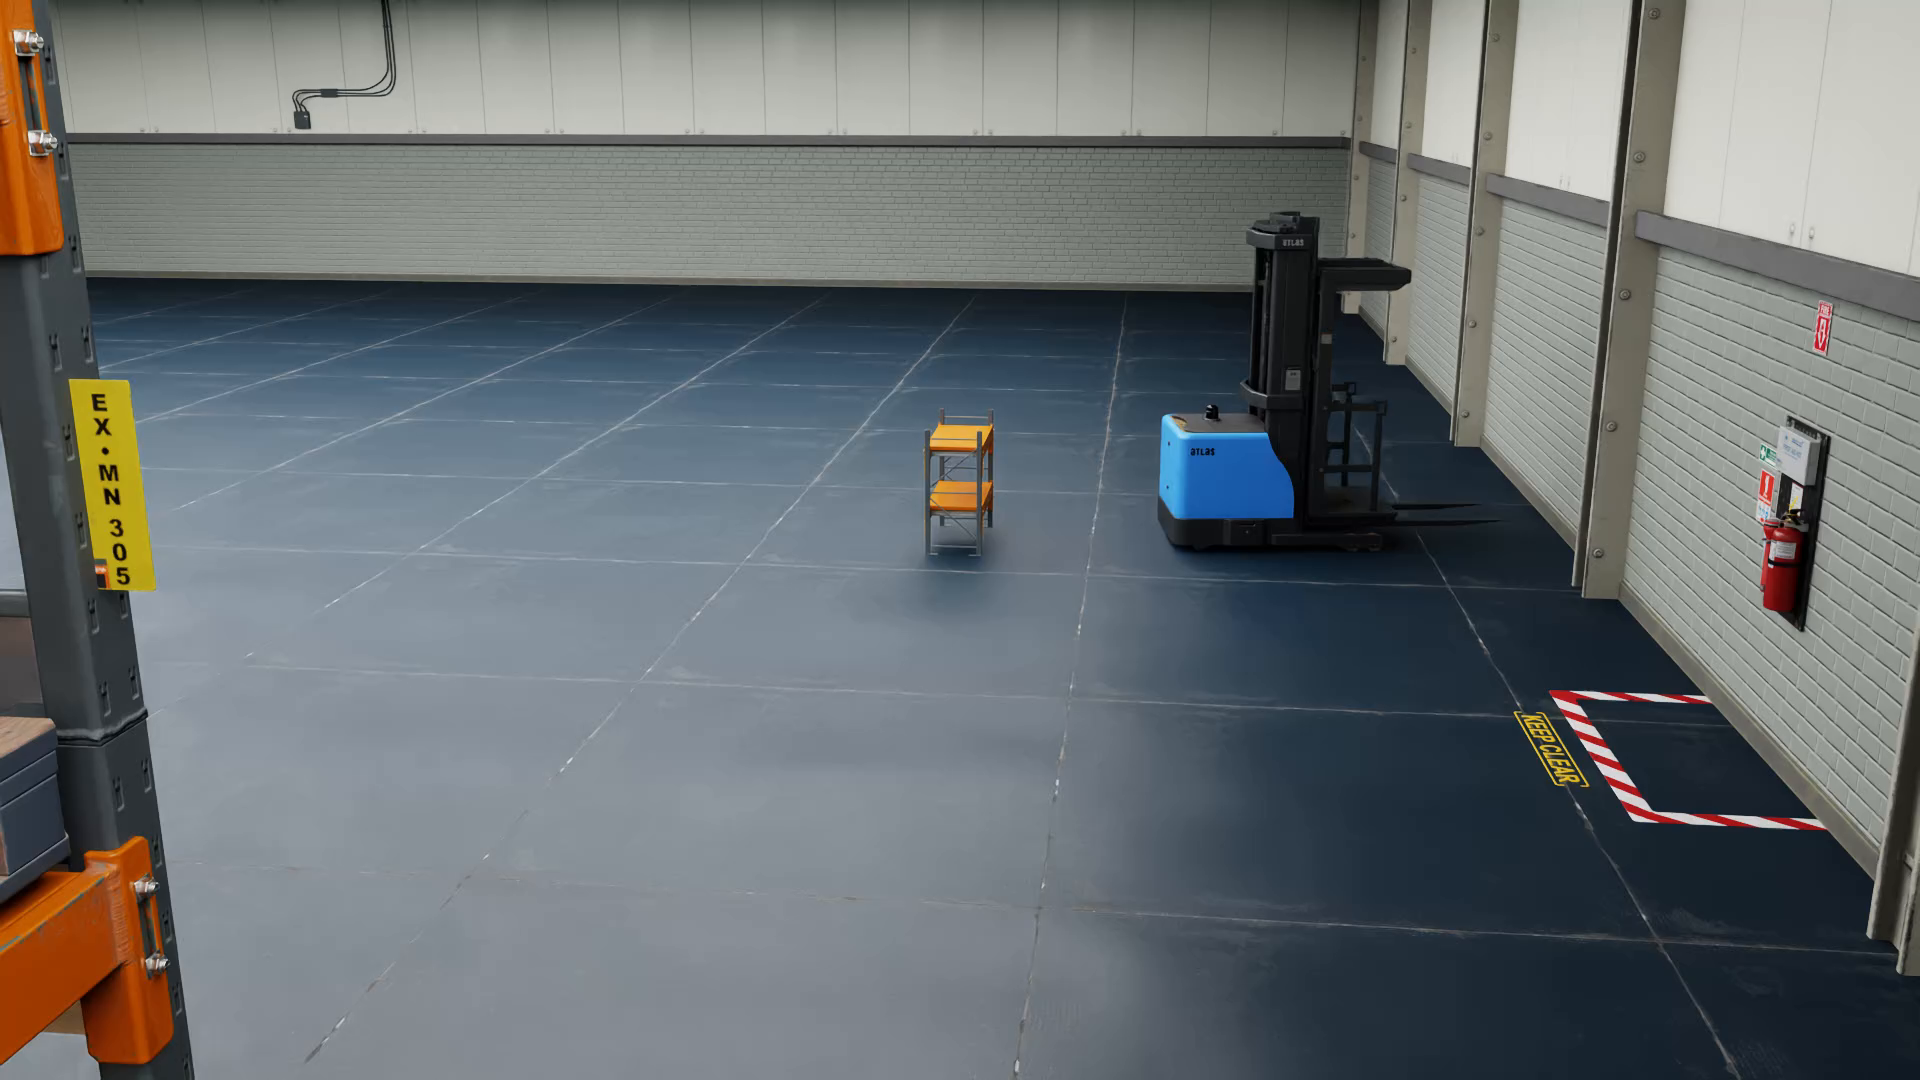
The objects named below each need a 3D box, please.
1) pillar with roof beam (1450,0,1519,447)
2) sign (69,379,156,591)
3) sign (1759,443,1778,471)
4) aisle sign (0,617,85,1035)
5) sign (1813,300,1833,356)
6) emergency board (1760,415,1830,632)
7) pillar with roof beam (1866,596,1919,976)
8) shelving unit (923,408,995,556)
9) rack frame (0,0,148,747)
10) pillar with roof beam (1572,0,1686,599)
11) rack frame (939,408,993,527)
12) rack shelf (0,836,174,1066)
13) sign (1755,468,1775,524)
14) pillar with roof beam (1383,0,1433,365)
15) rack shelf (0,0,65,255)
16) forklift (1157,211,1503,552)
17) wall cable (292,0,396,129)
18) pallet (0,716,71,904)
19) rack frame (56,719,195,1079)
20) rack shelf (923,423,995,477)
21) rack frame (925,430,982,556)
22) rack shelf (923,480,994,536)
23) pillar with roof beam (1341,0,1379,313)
[{"bbox_3d":[1.637,-5.602,18.729,9.100,9.000,0.400,2,15,6],"label":"pillar with roof beam"},{"bbox_3d":[-1.282,-0.081,2.511,0.100,0.325,0.005,2,15,6],"label":"sign"},{"bbox_3d":[5.033,-0.520,10.341,0.001,0.109,0.331,2,15,6],"label":"sign"},{"bbox_3d":[-1.520,0.474,2.772,0.394,0.787,0.004,2,15,6],"label":"aisle sign"},{"bbox_3d":[4.977,-1.225,9.594,0.001,0.298,0.199,2,15,6],"label":"sign"},{"bbox_3d":[4.877,-0.107,9.900,0.194,1.169,0.643,2,15,6],"label":"emergency board"},{"bbox_3d":[0.283,-2.490,7.219,9.100,9.000,0.400,2,15,6],"label":"pillar with roof beam"},{"bbox_3d":[-0.001,-0.541,15.097,0.538,1.125,1.048,2,15,6],"label":"shelving unit"},{"bbox_3d":[-1.819,-1.159,2.297,1.000,3.000,0.127,2,15,6],"label":"rack frame"},{"bbox_3d":[0.960,-4.046,12.974,9.100,9.000,0.400,2,15,6],"label":"pillar with roof beam"},{"bbox_3d":[0.057,-0.673,15.584,0.500,1.125,0.032,2,15,6],"label":"rack frame"},{"bbox_3d":[-2.045,1.155,0.864,1.077,0.370,4.000,2,15,6],"label":"rack shelf"},{"bbox_3d":[5.042,-0.265,10.414,0.001,0.329,0.234,2,15,6],"label":"sign"},{"bbox_3d":[2.314,-7.159,24.484,9.100,9.000,0.400,2,15,6],"label":"pillar with roof beam"},{"bbox_3d":[-2.045,-0.100,0.525,1.077,0.370,4.000,2,15,6],"label":"rack shelf"},{"bbox_3d":[3.395,-1.449,14.993,3.031,2.935,1.130,-1,15,-2],"label":"forklift"},{"bbox_3d":[-12.953,-11.599,34.390,2.305,6.003,0.169,2,15,6],"label":"wall cable"},{"bbox_3d":[-1.925,0.514,2.025,1.003,0.211,1.213,2,15,6],"label":"pallet"},{"bbox_3d":[-1.819,1.737,3.080,1.000,3.000,0.127,2,15,6],"label":"rack frame"},{"bbox_3d":[-0.001,-0.824,15.020,0.538,0.278,1.000,2,15,6],"label":"rack shelf"},{"bbox_3d":[-0.058,-0.409,14.609,0.500,1.125,0.032,2,15,6],"label":"rack frame"},{"bbox_3d":[-0.001,-0.305,15.161,0.538,0.278,1.000,2,15,6],"label":"rack shelf"},{"bbox_3d":[2.991,-8.715,30.239,9.100,9.000,0.400,2,15,6],"label":"pillar with roof beam"}]
